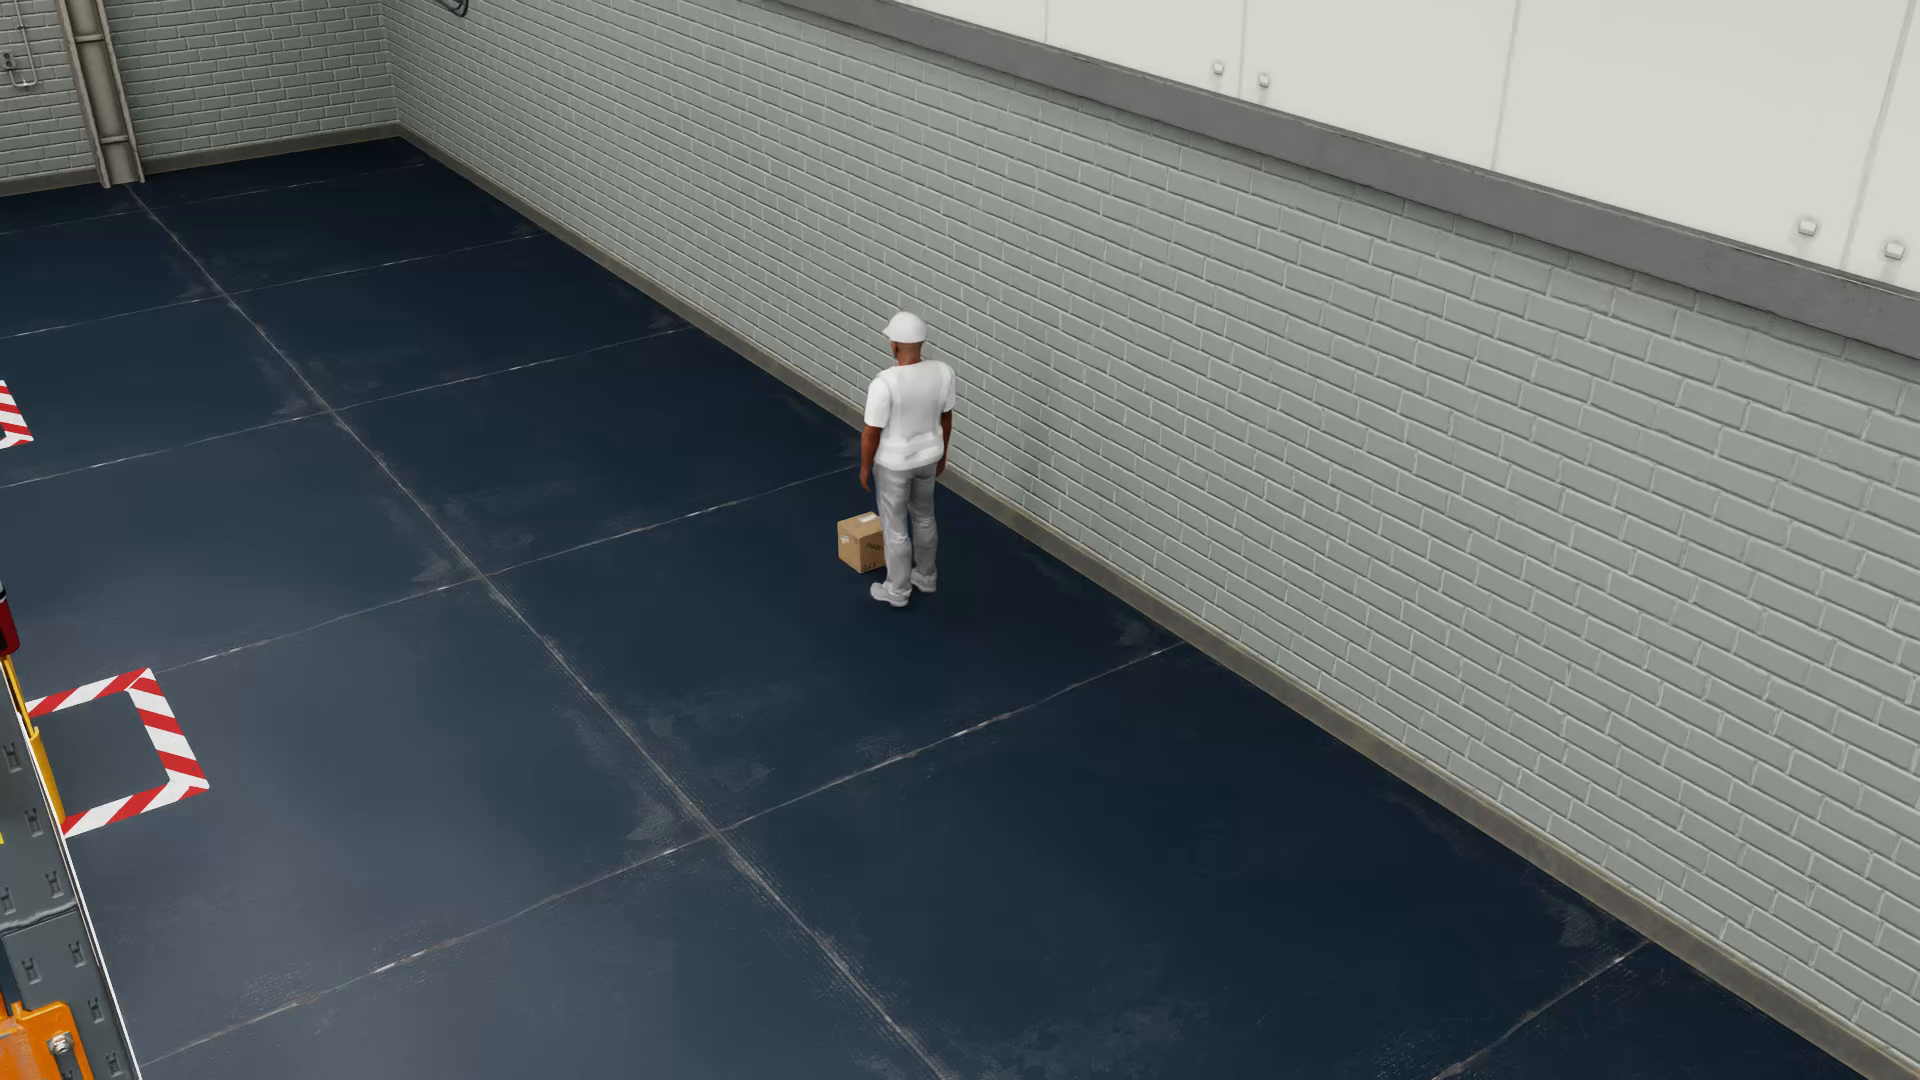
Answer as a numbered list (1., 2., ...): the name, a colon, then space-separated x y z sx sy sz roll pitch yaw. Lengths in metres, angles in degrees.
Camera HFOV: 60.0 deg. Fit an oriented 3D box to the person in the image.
1. person: -0.320 -0.461 9.466 0.577 1.783 0.411 -18 33 -29
